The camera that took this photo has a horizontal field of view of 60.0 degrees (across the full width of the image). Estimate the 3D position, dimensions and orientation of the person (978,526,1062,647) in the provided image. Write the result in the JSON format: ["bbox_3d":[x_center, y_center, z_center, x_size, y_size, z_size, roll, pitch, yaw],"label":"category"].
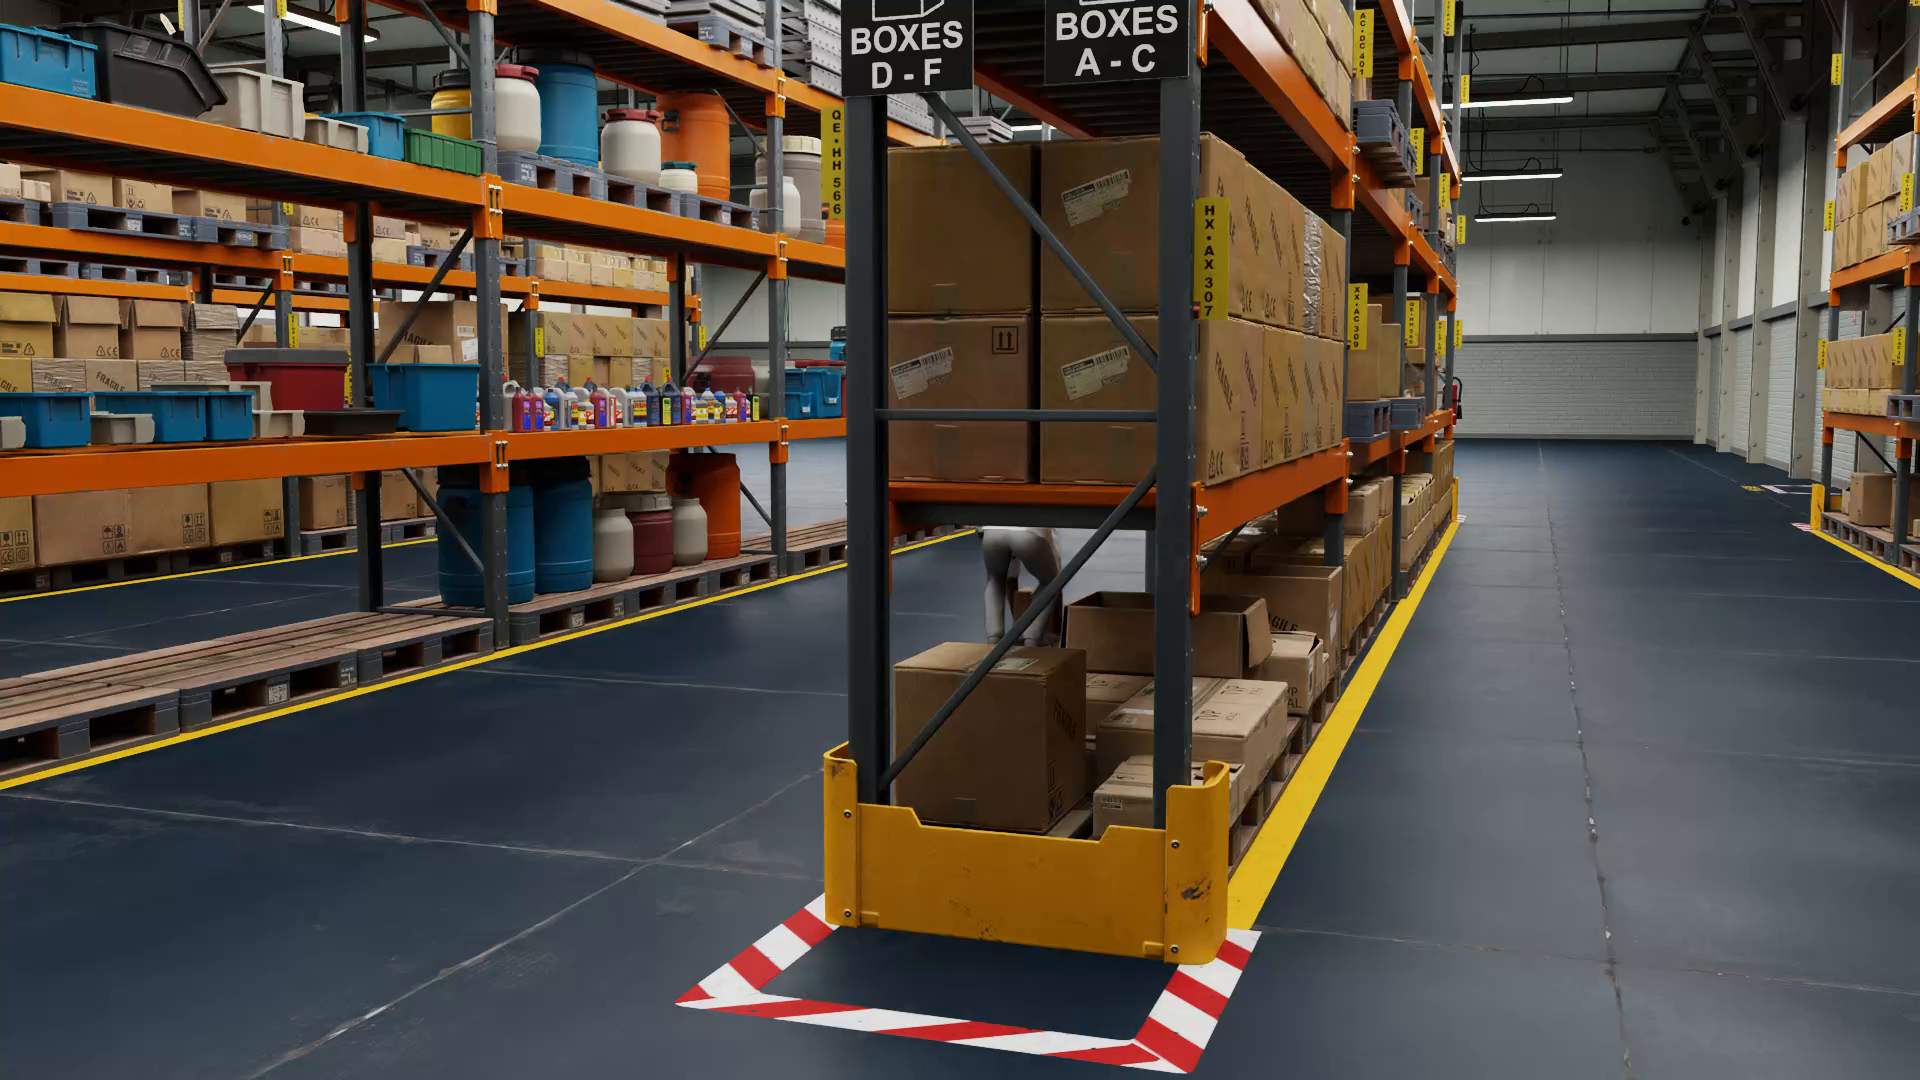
[{"bbox_3d":[0.392,0.201,10.175,0.465,0.908,0.904,2,6,16],"label":"person"}]
